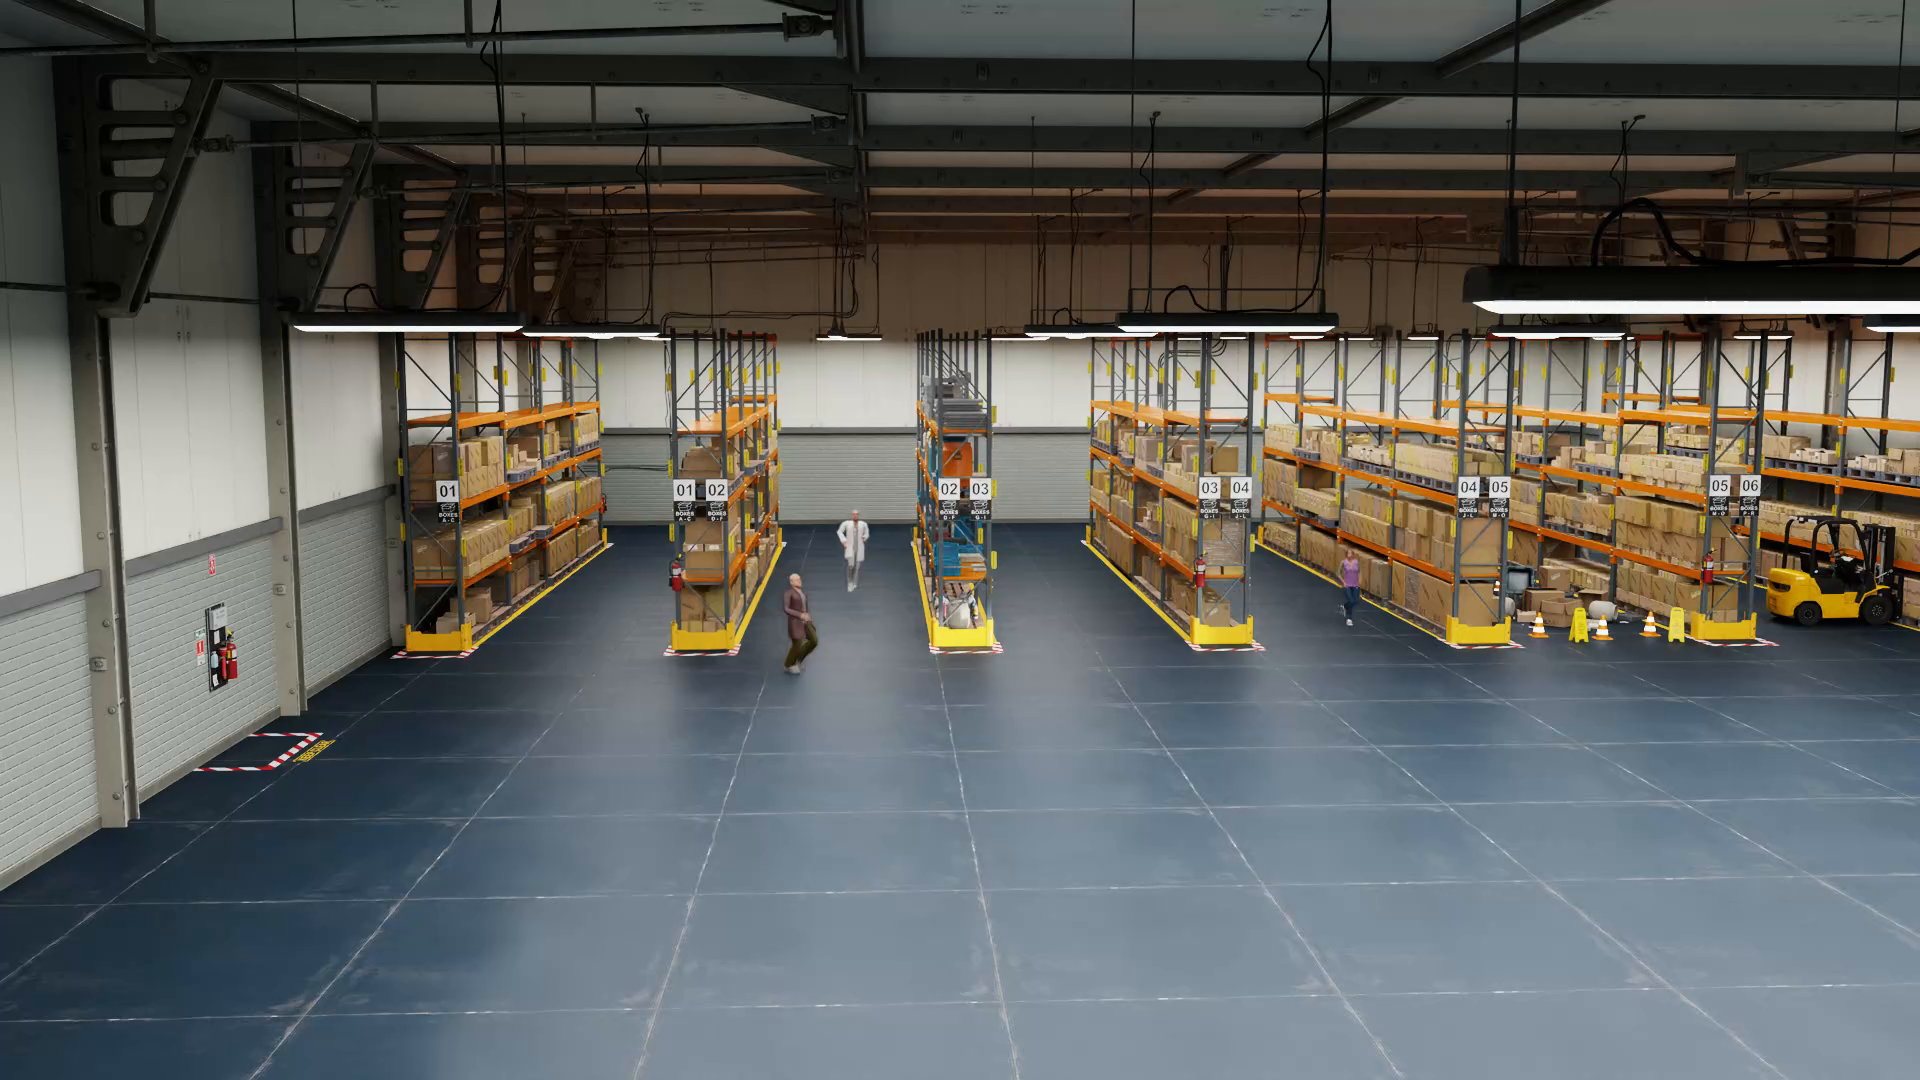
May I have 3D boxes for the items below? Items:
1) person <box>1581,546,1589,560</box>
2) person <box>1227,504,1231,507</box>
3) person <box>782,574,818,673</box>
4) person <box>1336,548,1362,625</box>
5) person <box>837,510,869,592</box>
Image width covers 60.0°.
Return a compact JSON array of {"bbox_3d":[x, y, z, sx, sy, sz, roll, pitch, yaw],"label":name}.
[{"bbox_3d":[16.098,-0.161,42.923,0.588,1.732,0.705,-1,7,-9],"label":"person"},{"bbox_3d":[8.012,-0.765,48.417,0.740,1.590,0.660,-6,9,-42],"label":"person"},{"bbox_3d":[-2.797,1.447,28.966,0.667,1.735,0.722,4,8,32],"label":"person"},{"bbox_3d":[7.977,0.945,34.106,0.537,1.568,0.506,-1,7,-7],"label":"person"},{"bbox_3d":[-2.333,0.247,36.804,0.680,1.835,0.738,-2,7,-13],"label":"person"}]
